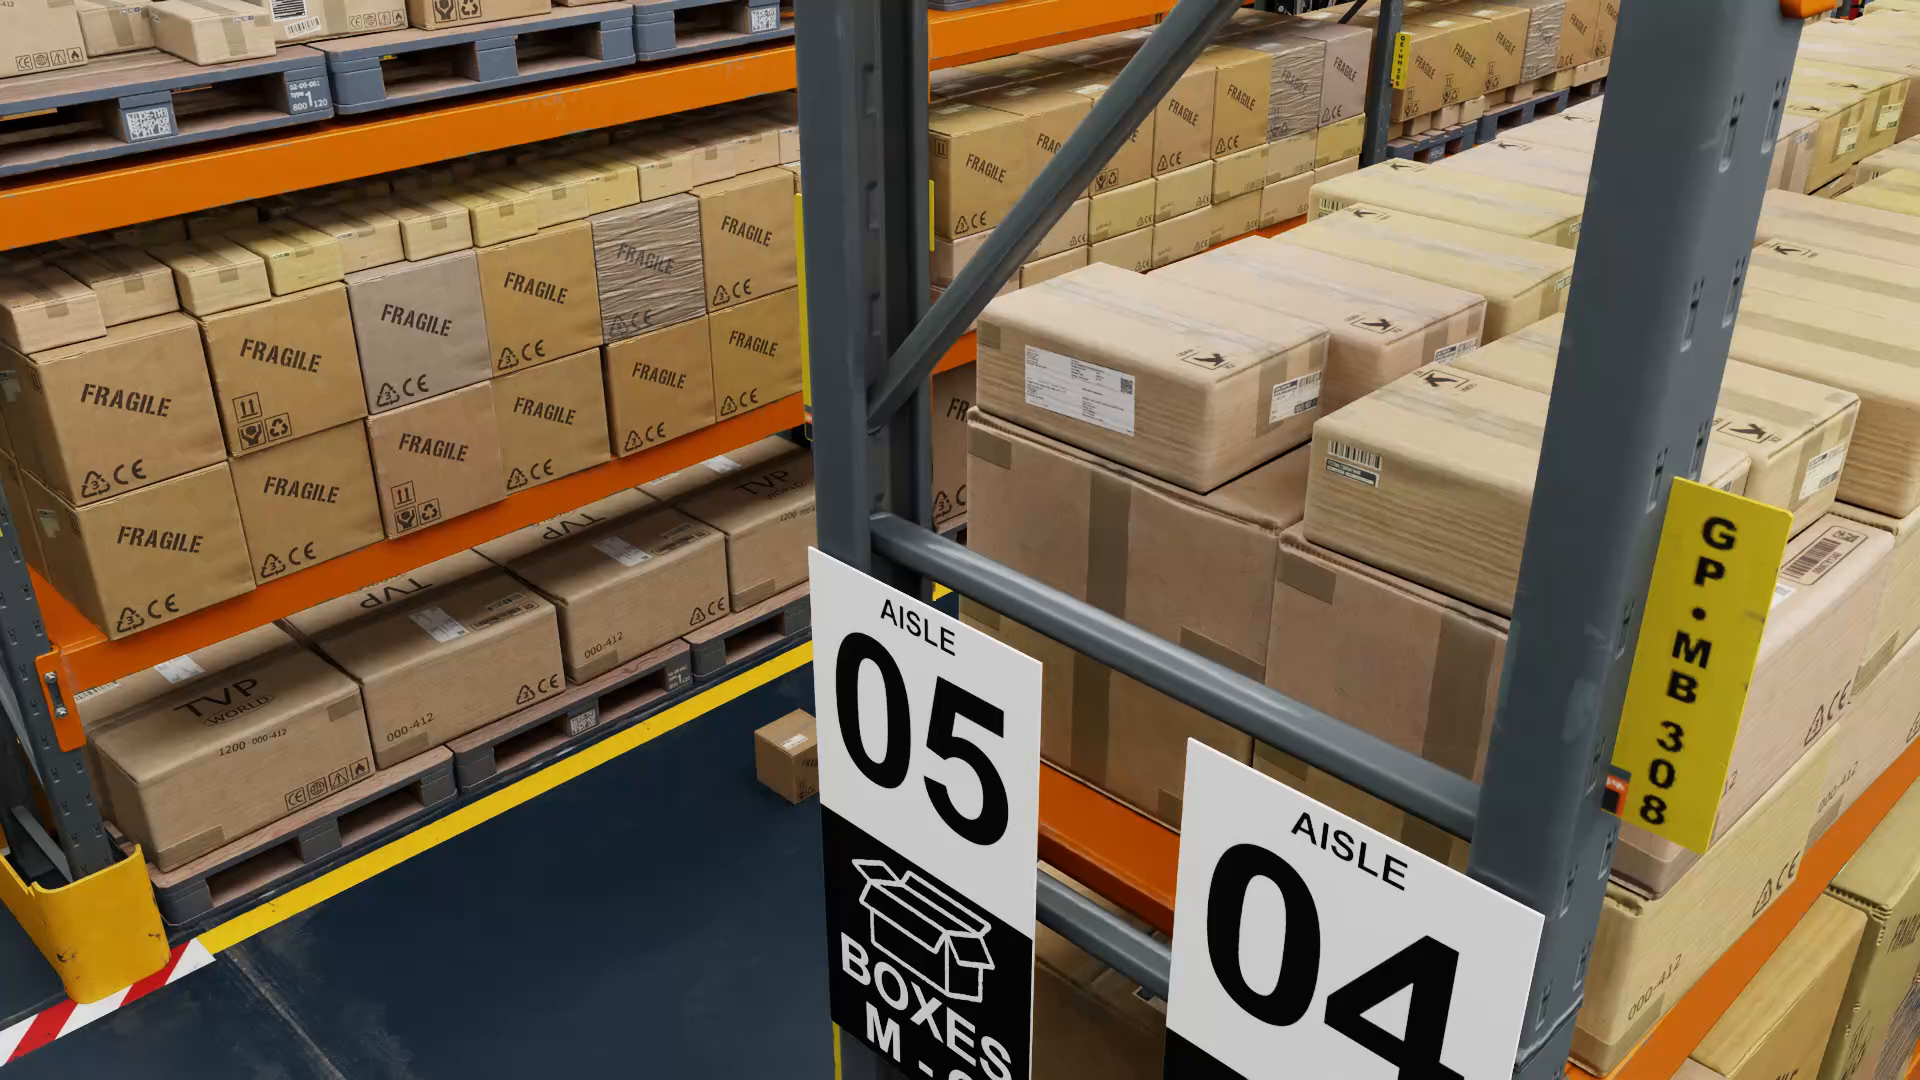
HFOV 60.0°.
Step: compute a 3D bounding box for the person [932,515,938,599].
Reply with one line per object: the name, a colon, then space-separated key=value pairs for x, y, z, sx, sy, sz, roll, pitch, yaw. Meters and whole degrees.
person: x=-0.318 y=0.161 z=6.966 sx=0.509 sy=1.614 sz=0.574 roll=-24 pitch=36 yaw=-38
